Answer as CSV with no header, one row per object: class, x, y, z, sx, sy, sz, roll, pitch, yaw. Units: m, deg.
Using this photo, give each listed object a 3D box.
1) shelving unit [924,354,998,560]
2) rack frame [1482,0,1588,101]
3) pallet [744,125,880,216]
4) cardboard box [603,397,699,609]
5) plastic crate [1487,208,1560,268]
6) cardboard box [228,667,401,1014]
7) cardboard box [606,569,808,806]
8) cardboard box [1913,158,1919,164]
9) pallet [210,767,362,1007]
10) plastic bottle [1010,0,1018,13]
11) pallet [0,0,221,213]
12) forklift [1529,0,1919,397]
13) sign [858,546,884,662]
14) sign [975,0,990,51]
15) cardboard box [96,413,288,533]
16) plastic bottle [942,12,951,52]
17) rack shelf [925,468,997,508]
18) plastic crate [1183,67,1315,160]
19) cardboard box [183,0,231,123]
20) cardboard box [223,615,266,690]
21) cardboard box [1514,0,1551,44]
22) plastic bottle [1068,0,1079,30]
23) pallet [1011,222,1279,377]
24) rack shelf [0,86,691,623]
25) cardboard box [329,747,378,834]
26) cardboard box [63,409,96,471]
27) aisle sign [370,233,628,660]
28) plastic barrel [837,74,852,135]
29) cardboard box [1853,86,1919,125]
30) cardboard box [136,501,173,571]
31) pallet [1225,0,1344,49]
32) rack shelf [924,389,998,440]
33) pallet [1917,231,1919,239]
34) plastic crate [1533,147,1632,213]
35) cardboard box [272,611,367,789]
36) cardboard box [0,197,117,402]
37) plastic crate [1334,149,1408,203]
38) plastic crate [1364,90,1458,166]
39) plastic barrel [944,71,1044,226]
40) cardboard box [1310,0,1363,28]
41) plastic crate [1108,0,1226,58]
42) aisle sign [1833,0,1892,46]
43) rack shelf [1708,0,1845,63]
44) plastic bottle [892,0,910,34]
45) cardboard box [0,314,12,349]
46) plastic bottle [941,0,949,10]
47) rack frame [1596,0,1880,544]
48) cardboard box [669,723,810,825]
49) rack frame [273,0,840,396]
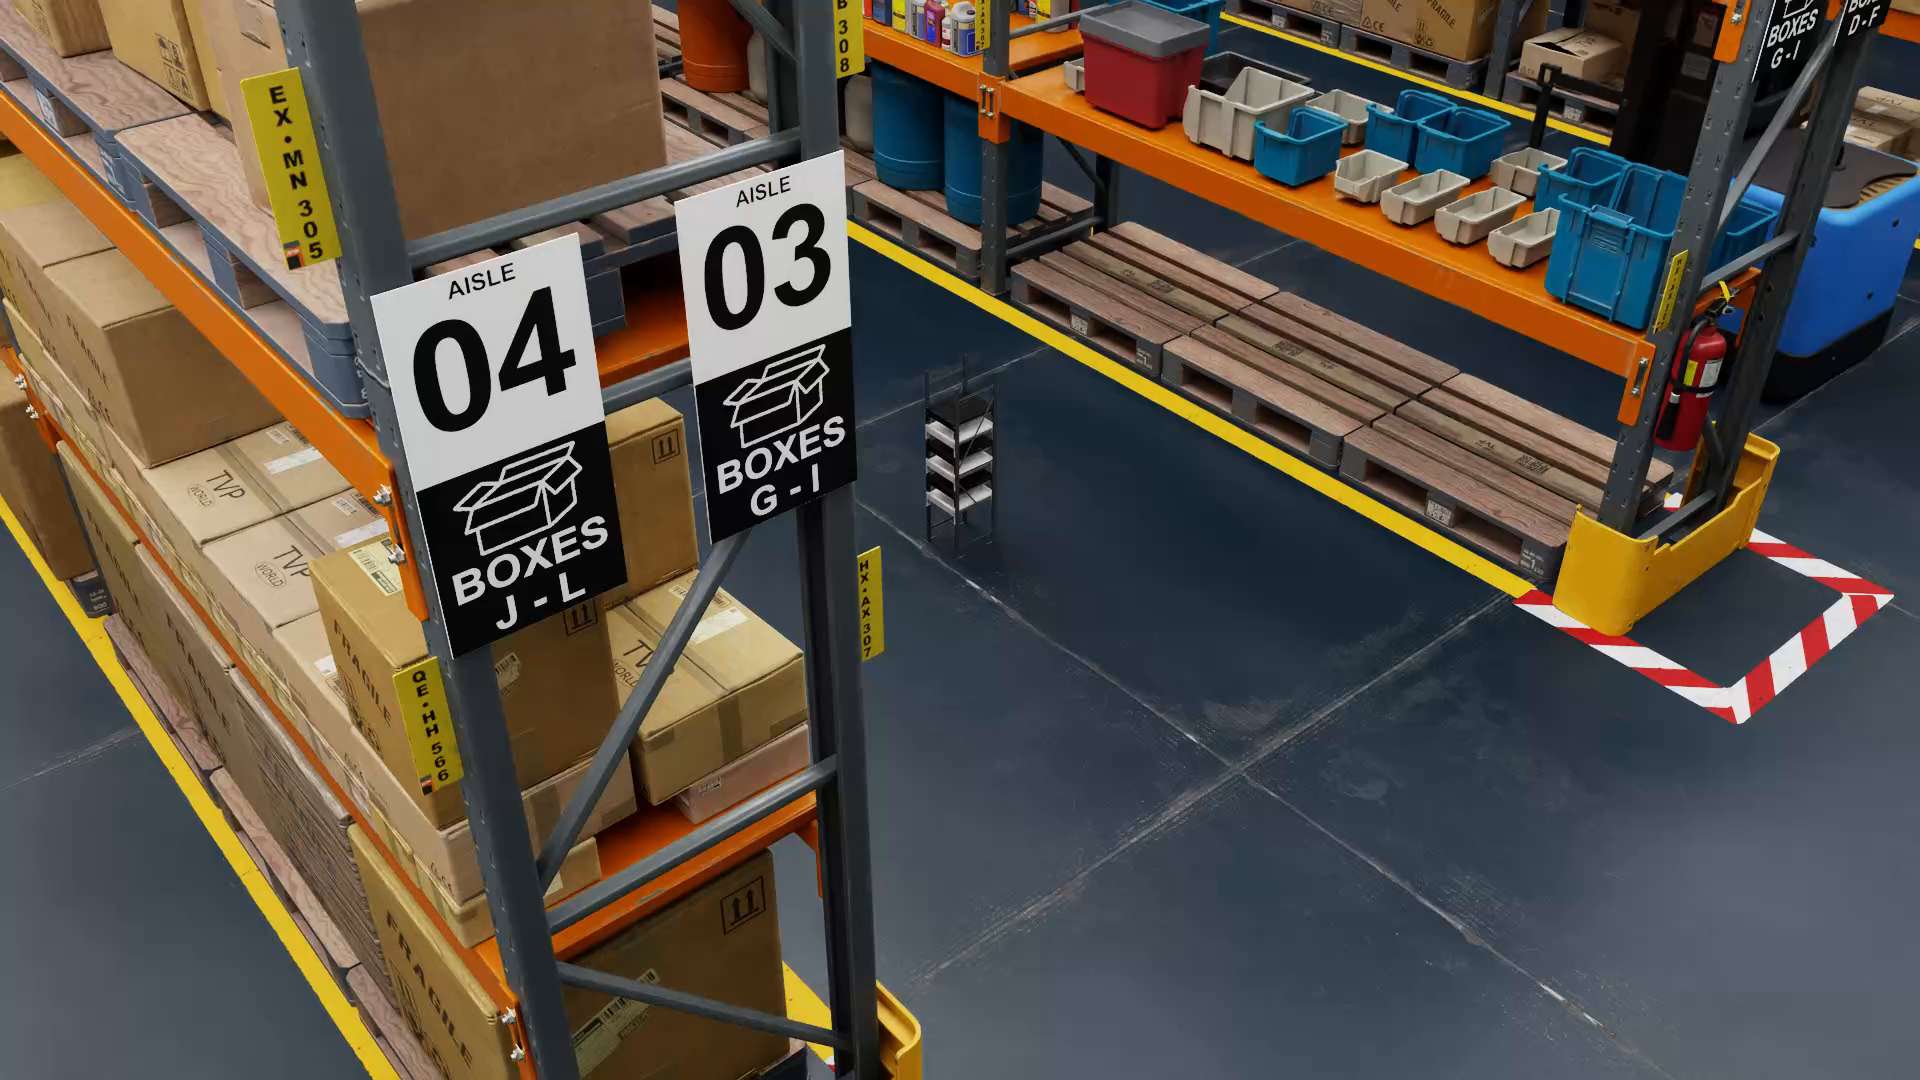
shelving unit,0.005,-0.364,7.485,0.258,0.900,0.210,-26,43,-32
rack frame,4.329,-4.703,11.795,1.000,3.000,0.127,-26,43,-32
pallet,-0.715,-2.614,11.259,1.003,0.211,1.213,-26,43,-32
cardboard box,-1.086,-0.143,4.581,0.500,0.500,0.500,-27,43,-33
plastic crate,2.459,-1.301,7.167,0.396,0.136,0.243,-26,43,-32
cardboard box,-1.721,0.797,5.504,0.875,0.875,0.875,-26,43,-32
cardboard box,-0.763,0.383,4.486,0.500,0.250,0.500,-27,43,-33
cardboard box,6.178,-2.321,10.503,0.380,0.166,0.250,-26,43,-32
pallet,-2.019,1.032,6.110,1.003,0.211,1.213,-26,43,-32
plastic bottle,0.299,-3.315,9.942,0.152,0.276,0.135,-26,43,-32
pallet,-1.938,-1.294,4.464,1.003,0.211,1.213,-26,43,-32
forklift,3.771,-2.729,9.067,1.130,2.935,3.031,-25,42,-31
sign,-0.232,0.166,4.102,0.100,0.325,0.005,-26,43,-32
sign,0.121,-2.766,8.820,0.100,0.325,0.005,-26,43,-32
cardboard box,-2.482,-0.317,5.475,0.500,0.250,0.500,-25,42,-31
plastic bottle,-0.055,-2.871,9.380,0.097,0.201,0.097,0,35,0
rack shelf,0.005,-0.263,7.556,0.258,0.077,0.200,-26,43,-32
plastic crate,1.387,-2.090,8.157,0.437,0.282,0.530,-26,43,-32
cardboard box,-1.307,-1.224,3.751,0.700,0.500,0.500,-28,44,-33
cardboard box,-1.969,0.260,5.006,0.380,0.149,0.250,-26,43,-32
cardboard box,4.203,-4.167,12.820,0.500,0.500,0.500,-28,44,-34
plastic bottle,0.632,-3.131,9.676,0.061,0.283,0.133,-26,43,-32
pallet,1.047,-1.409,9.557,1.003,0.211,1.213,-26,43,-32
rack shelf,-1.951,-1.057,4.675,1.077,0.370,4.000,-26,43,-32
cardboard box,-1.472,0.598,4.527,0.380,0.149,0.250,-26,43,-32
cardboard box,-2.964,-0.421,5.966,0.380,0.149,0.250,-25,42,-30
aisle sign,-0.843,-0.161,3.133,0.394,0.787,0.004,-26,43,-32
plastic barrel,-0.981,-3.102,11.258,0.600,0.588,0.708,-26,43,-32
cardboard box,6.131,-2.782,11.081,0.500,0.250,0.500,-26,43,-32
cardboard box,-2.468,-0.081,5.486,0.380,0.149,0.250,-25,43,-31
pallet,2.983,-4.449,13.849,1.003,0.211,1.213,-26,43,-32
rack shelf,0.005,-0.557,7.348,0.258,0.077,0.200,-26,43,-32
pallet,6.346,-2.184,10.652,1.003,0.211,1.213,-26,43,-32
plastic crate,2.791,-1.570,7.464,0.416,0.233,0.300,-26,43,-32
cardboard box,-1.502,0.357,4.523,0.500,0.250,0.500,-27,43,-33
cardboard box,-2.816,-0.849,5.577,0.500,0.500,0.500,-26,43,-32
plastic crate,1.880,-1.672,7.691,0.298,0.136,0.250,-26,43,-32
plastic crate,2.173,-1.993,8.062,0.416,0.233,0.300,-26,43,-32
plastic barrel,0.204,-2.419,10.022,0.600,0.901,0.708,-26,43,-32
cardboard box,3.155,-4.416,13.173,0.500,0.500,0.500,-25,43,-31
plastic crate,1.104,-2.796,9.065,0.392,0.384,0.575,-26,43,-32
aisle sign,3.397,-2.231,6.056,0.394,0.787,0.004,-26,43,-32
rack shelf,1.833,-2.905,7.283,1.077,0.370,4.000,-26,43,-32
plastic bottle,-0.301,-3.121,9.604,0.144,0.351,0.185,-26,43,-32
cardboard box,-3.752,-1.155,6.699,0.500,0.500,0.500,-26,43,-32
plastic bottle,-0.111,-3.046,9.627,0.097,0.201,0.097,0,35,0
rack frame,3.124,-1.091,6.695,1.000,3.000,0.127,-26,43,-32
cardboard box,-0.637,0.579,4.555,0.380,0.149,0.250,-25,43,-31
rack frame,-0.660,-1.692,2.353,1.000,3.000,0.127,-26,43,-32
